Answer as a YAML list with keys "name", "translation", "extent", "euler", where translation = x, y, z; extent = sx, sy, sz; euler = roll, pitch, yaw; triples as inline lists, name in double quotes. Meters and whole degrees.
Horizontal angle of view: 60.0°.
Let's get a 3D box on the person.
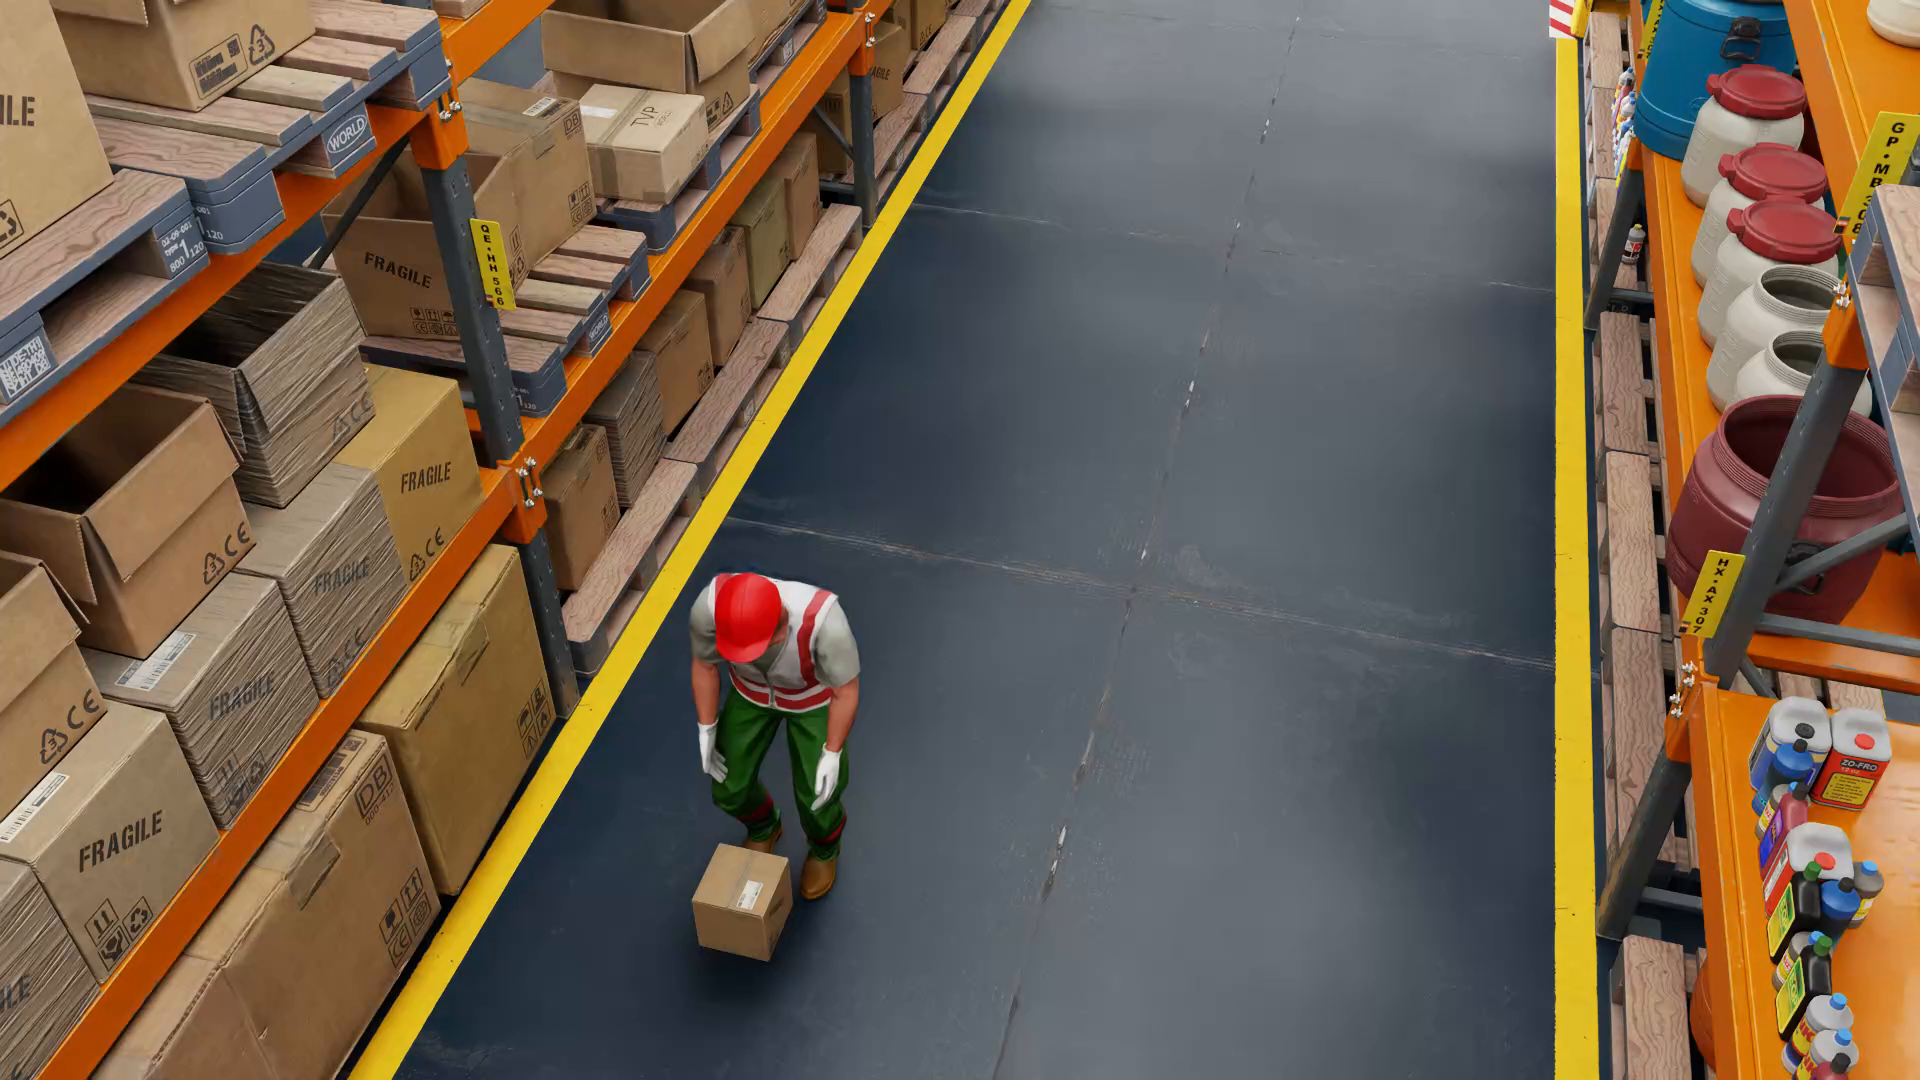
- name: "person"
  translation: [-0.596, 0.605, 5.596]
  extent: [0.575, 1.580, 0.647]
  euler: [10, 42, 12]
